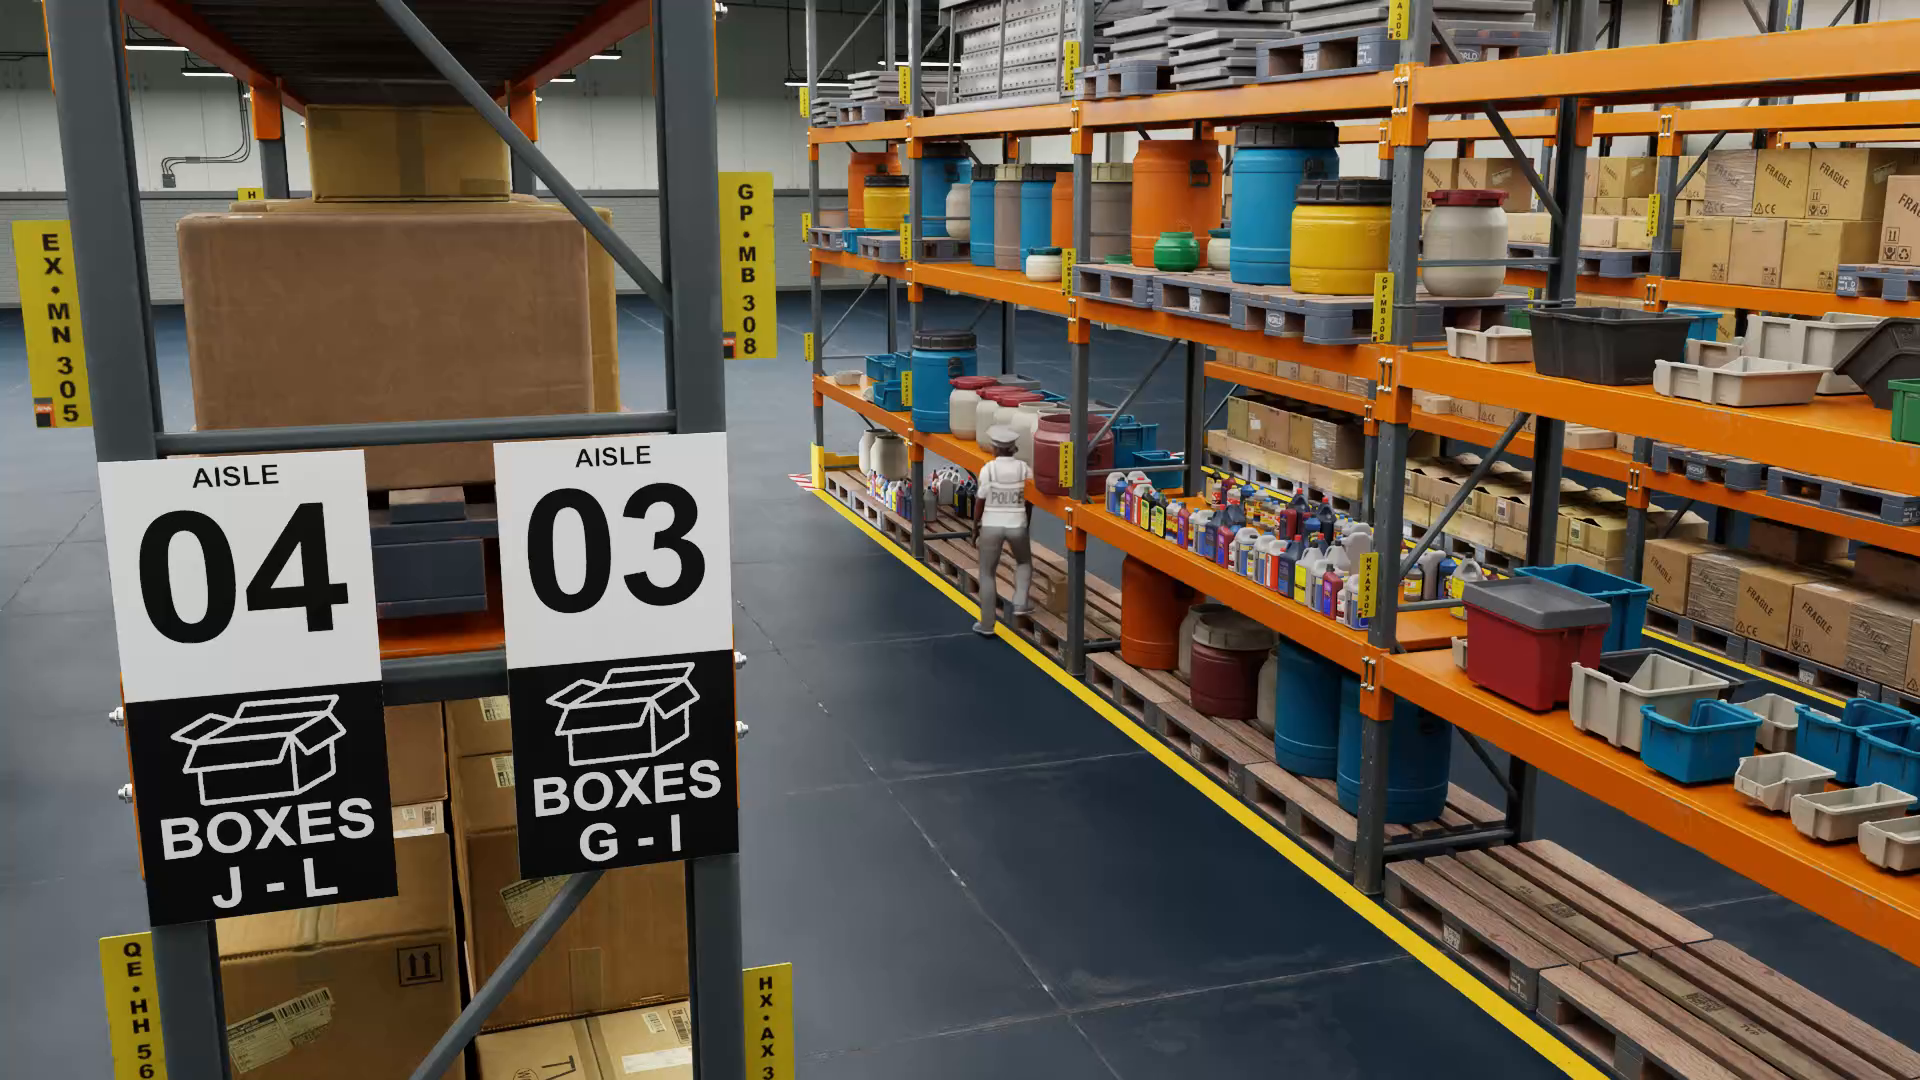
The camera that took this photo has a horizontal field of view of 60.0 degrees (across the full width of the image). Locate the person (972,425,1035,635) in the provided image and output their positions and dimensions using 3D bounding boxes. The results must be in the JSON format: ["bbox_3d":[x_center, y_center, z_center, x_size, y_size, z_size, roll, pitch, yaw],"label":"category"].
[{"bbox_3d":[0.352,-0.069,13.143,0.509,1.675,0.433,-2,13,-8],"label":"person"}]
